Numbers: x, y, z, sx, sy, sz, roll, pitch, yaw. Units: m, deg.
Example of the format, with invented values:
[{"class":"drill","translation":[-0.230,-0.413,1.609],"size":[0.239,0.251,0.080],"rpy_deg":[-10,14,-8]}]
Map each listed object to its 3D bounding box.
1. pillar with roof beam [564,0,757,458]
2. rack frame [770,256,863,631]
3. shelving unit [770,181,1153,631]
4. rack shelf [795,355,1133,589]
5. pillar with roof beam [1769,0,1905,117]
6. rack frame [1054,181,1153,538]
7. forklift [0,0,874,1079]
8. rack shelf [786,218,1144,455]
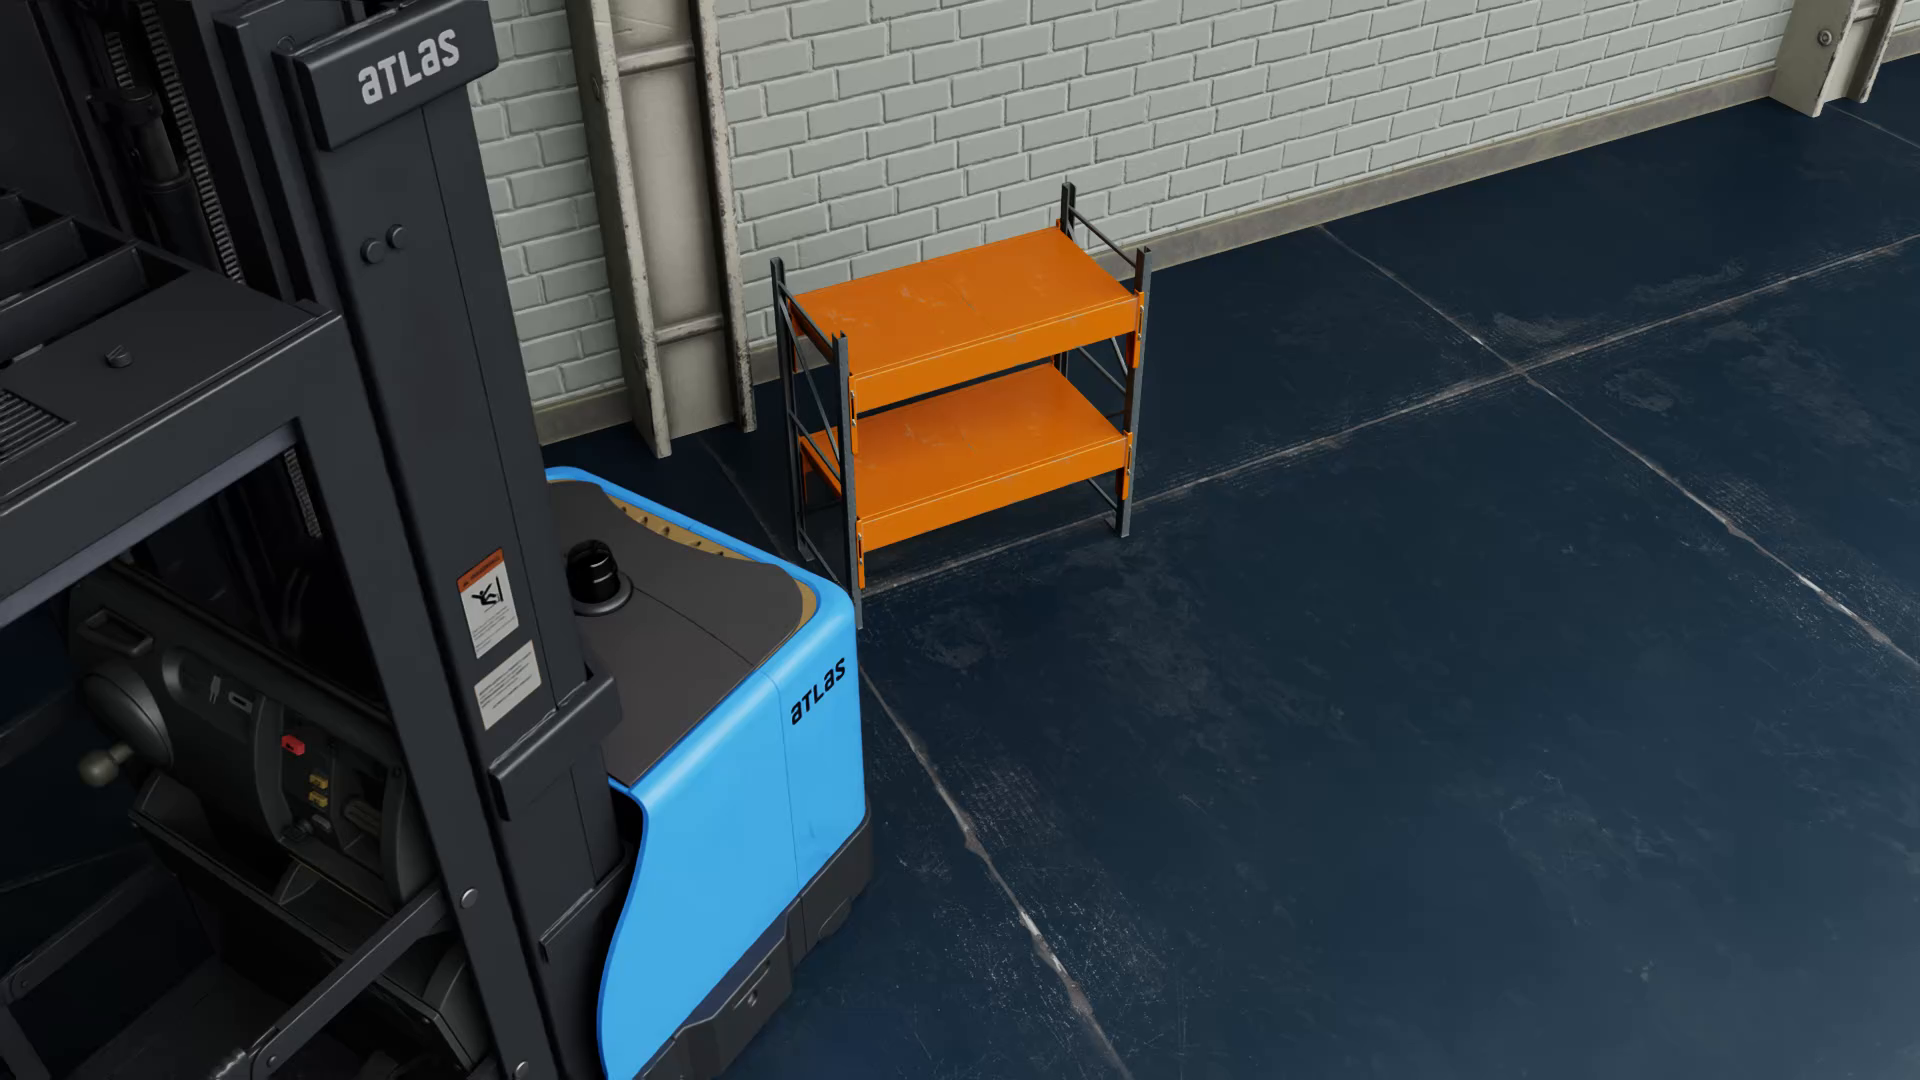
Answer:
[{"class":"pillar with roof beam","translation":[0.982,-1.413,0.454],"size":[0.400,9.000,9.100],"rpy_deg":[-19,44,-21]},{"class":"rack frame","translation":[-0.445,-0.280,5.210],"size":[0.032,1.125,0.500],"rpy_deg":[-19,44,-21]},{"class":"shelving unit","translation":[0.006,-0.431,5.389],"size":[1.048,1.125,0.538],"rpy_deg":[-19,44,-21]},{"class":"rack shelf","translation":[0.006,-0.245,5.547],"size":[1.000,0.278,0.538],"rpy_deg":[-19,44,-21]},{"class":"pillar with roof beam","translation":[6.304,-3.203,2.569],"size":[0.400,9.000,9.100],"rpy_deg":[-19,44,-21]},{"class":"rack frame","translation":[0.457,-0.583,5.568],"size":[0.032,1.125,0.500],"rpy_deg":[-19,44,-21]},{"class":"forklift","translation":[-1.460,0.452,2.948],"size":[1.130,2.935,3.031],"rpy_deg":[23,45,25]},{"class":"rack shelf","translation":[0.006,-0.655,5.200],"size":[1.000,0.278,0.538],"rpy_deg":[-19,44,-21]}]
